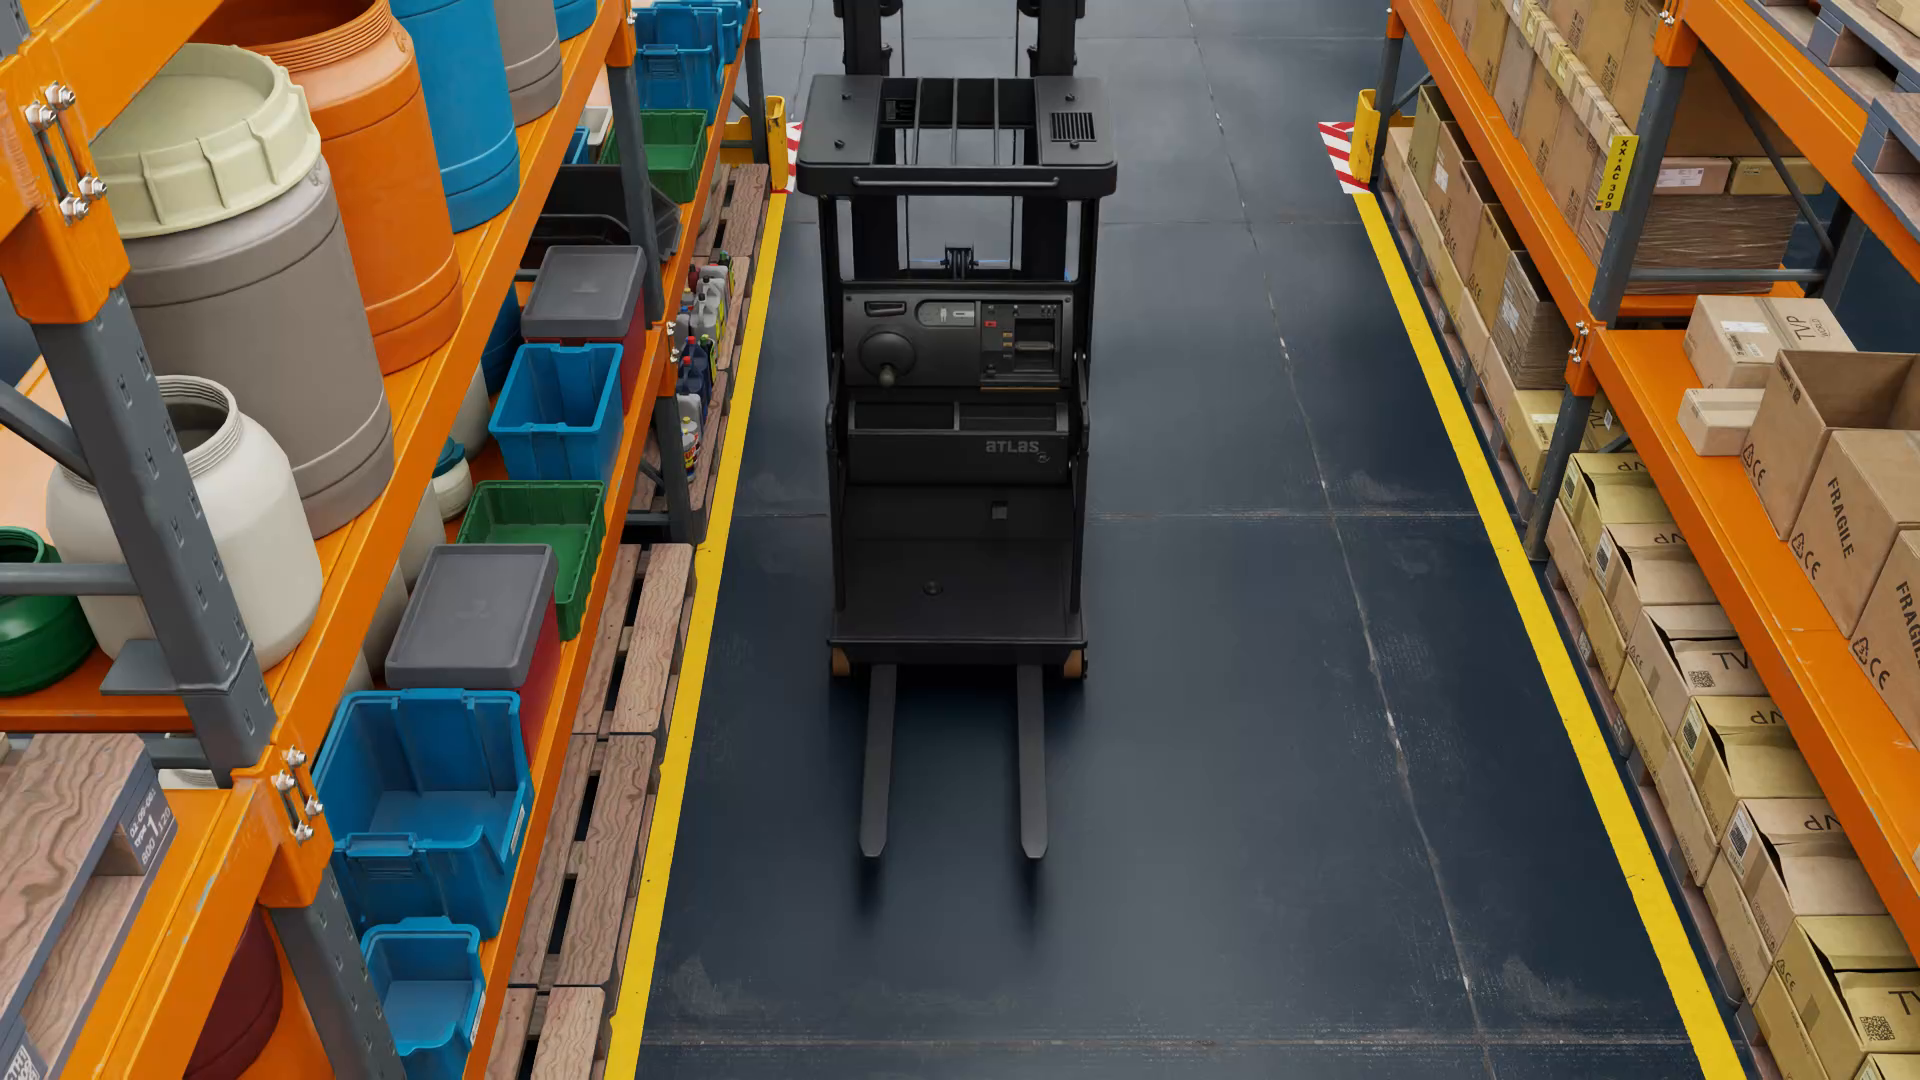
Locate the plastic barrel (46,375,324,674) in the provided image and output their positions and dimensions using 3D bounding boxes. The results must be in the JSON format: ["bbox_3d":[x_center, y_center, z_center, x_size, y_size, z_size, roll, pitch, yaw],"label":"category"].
[{"bbox_3d":[-1.452,-0.010,3.121,0.421,0.512,0.421,0,39,0],"label":"plastic barrel"}]

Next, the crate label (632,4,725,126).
[{"bbox_3d":[-1.495,-2.467,8.647,0.502,0.435,0.616,0,39,0],"label":"crate label"}]

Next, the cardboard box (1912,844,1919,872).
[{"bbox_3d":[2.918,0.933,4.633,0.380,0.149,0.250,0,39,0],"label":"cardboard box"}]

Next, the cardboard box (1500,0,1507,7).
[{"bbox_3d":[2.975,-2.846,8.550,0.380,0.149,0.250,-1,39,-1],"label":"cardboard box"}]

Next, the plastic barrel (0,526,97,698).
[{"bbox_3d":[-1.809,0.135,3.154,0.294,0.245,0.294,0,39,0],"label":"plastic barrel"}]

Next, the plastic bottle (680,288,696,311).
[{"bbox_3d":[-1.478,-1.279,9.079,0.097,0.201,0.097,0,39,0],"label":"plastic bottle"}]

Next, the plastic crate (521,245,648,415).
[{"bbox_3d":[-1.456,-0.825,6.575,0.402,0.464,0.583,0,39,0],"label":"plastic crate"}]

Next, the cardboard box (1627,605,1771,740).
[{"bbox_3d":[2.939,0.482,6.410,0.500,0.311,0.500,-1,39,-2],"label":"cardboard box"}]

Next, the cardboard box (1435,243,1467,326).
[{"bbox_3d":[2.964,-1.423,9.235,0.500,0.250,0.500,0,39,0],"label":"cardboard box"}]

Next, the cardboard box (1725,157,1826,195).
[{"bbox_3d":[3.384,-1.564,6.950,0.380,0.149,0.250,0,39,0],"label":"cardboard box"}]

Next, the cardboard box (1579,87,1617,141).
[{"bbox_3d":[2.975,-1.884,7.349,0.380,0.149,0.250,-1,39,-1],"label":"cardboard box"}]

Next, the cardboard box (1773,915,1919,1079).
[{"bbox_3d":[2.941,1.436,5.220,0.500,0.311,0.500,-1,39,-1],"label":"cardboard box"}]

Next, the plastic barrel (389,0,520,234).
[{"bbox_3d":[-1.543,-1.333,4.460,0.600,0.901,0.708,0,39,0],"label":"plastic barrel"}]

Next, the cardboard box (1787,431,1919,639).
[{"bbox_3d":[3.177,-0.020,5.542,0.500,0.500,0.500,0,39,0],"label":"cardboard box"}]

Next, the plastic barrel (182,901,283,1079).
[{"bbox_3d":[-2.061,1.056,4.171,0.600,0.536,0.708,0,39,0],"label":"plastic barrel"}]

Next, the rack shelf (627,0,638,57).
[{"bbox_3d":[-1.765,-3.243,7.820,1.077,0.370,4.000,0,39,0],"label":"rack shelf"}]

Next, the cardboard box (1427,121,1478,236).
[{"bbox_3d":[2.980,-2.028,9.391,0.500,0.500,0.500,0,39,0],"label":"cardboard box"}]

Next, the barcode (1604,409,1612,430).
[{"bbox_3d":[2.775,-0.515,7.119,0.001,0.075,0.075,0,39,0],"label":"barcode"}]

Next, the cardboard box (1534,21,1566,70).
[{"bbox_3d":[2.976,-2.360,7.943,0.380,0.149,0.250,1,39,1],"label":"cardboard box"}]

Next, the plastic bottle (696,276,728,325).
[{"bbox_3d":[-1.354,-1.320,9.070,0.152,0.276,0.135,-1,39,-1],"label":"plastic bottle"}]

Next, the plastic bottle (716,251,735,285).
[{"bbox_3d":[-1.327,-1.535,9.399,0.097,0.201,0.097,0,39,0],"label":"plastic bottle"}]

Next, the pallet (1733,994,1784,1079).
[{"bbox_3d":[3.234,1.971,5.367,1.003,0.211,1.213,0,39,0],"label":"pallet"}]

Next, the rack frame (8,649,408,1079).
[{"bbox_3d":[-1.758,1.399,3.851,1.000,3.000,0.127,0,39,0],"label":"rack frame"}]

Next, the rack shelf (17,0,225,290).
[{"bbox_3d":[-1.760,-1.756,3.886,1.077,0.370,4.000,0,39,0],"label":"rack shelf"}]

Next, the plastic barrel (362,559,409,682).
[{"bbox_3d":[-1.979,0.172,5.273,0.433,0.535,0.433,0,39,0],"label":"plastic barrel"}]

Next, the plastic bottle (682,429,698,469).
[{"bbox_3d":[-1.325,-0.445,8.038,0.097,0.201,0.097,0,39,0],"label":"plastic bottle"}]

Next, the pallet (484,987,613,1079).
[{"bbox_3d":[-1.720,2.003,5.328,1.003,0.211,1.213,0,39,0],"label":"pallet"}]

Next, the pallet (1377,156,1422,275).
[{"bbox_3d":[3.229,-2.039,10.371,1.003,0.211,1.213,0,39,0],"label":"pallet"}]

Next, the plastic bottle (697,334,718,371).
[{"bbox_3d":[-1.326,-0.982,8.709,0.097,0.201,0.097,0,39,0],"label":"plastic bottle"}]

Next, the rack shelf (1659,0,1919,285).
[{"bbox_3d":[3.193,-0.743,4.700,1.077,0.370,4.000,0,39,0],"label":"rack shelf"}]

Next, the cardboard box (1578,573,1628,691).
[{"bbox_3d":[2.943,0.377,6.989,0.500,0.250,0.500,1,39,1],"label":"cardboard box"}]

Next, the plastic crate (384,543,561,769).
[{"bbox_3d":[-1.454,0.363,5.093,0.402,0.464,0.583,0,39,0],"label":"plastic crate"}]

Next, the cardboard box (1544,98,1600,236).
[{"bbox_3d":[3.177,-1.750,7.701,0.700,0.500,0.500,0,39,-1],"label":"cardboard box"}]

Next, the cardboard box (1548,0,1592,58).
[{"bbox_3d":[3.182,-2.556,7.669,0.700,0.500,0.500,0,39,0],"label":"cardboard box"}]

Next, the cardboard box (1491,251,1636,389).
[{"bbox_3d":[2.983,-1.090,8.220,0.500,0.500,0.500,0,39,0],"label":"cardboard box"}]

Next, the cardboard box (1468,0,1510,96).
[{"bbox_3d":[3.174,-2.713,8.903,0.700,0.500,0.500,0,39,0],"label":"cardboard box"}]

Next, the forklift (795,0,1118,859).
[{"bbox_3d":[-0.008,-0.739,6.574,1.130,2.935,3.031,0,39,1],"label":"forklift"}]

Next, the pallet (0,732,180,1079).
[{"bbox_3d":[-1.855,0.780,2.375,1.003,0.211,1.213,0,39,0],"label":"pallet"}]

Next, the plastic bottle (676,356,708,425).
[{"bbox_3d":[-1.348,-0.746,8.294,0.144,0.351,0.185,1,39,1],"label":"plastic bottle"}]

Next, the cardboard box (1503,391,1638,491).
[{"bbox_3d":[2.972,-0.484,8.064,0.500,0.250,0.500,0,39,0],"label":"cardboard box"}]

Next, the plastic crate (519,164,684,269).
[{"bbox_3d":[-1.636,-1.406,7.401,0.767,0.338,0.504,0,39,0],"label":"plastic crate"}]

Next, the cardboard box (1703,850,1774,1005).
[{"bbox_3d":[2.949,1.341,5.786,0.500,0.250,0.500,1,39,1],"label":"cardboard box"}]

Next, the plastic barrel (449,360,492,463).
[{"bbox_3d":[-1.981,-0.557,6.183,0.433,0.535,0.433,0,39,0],"label":"plastic barrel"}]

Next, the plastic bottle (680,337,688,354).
[{"bbox_3d":[-1.386,-0.925,8.581,0.097,0.271,0.097,0,39,0],"label":"plastic bottle"}]

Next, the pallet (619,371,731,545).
[{"bbox_3d":[-1.722,-0.434,8.369,1.003,0.211,1.213,0,39,0],"label":"pallet"}]

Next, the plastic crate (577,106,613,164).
[{"bbox_3d":[-2.018,-2.015,8.322,0.530,0.136,0.437,0,39,0],"label":"plastic crate"}]

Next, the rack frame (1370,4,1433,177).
[{"bbox_3d":[3.186,-3.605,10.096,1.000,3.000,0.127,0,39,0],"label":"rack frame"}]

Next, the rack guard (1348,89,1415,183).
[{"bbox_3d":[3.186,-2.645,10.896,1.175,0.500,0.348,0,39,0],"label":"rack guard"}]

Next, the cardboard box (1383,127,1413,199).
[{"bbox_3d":[2.964,-2.361,10.405,0.500,0.250,0.500,0,39,0],"label":"cardboard box"}]
